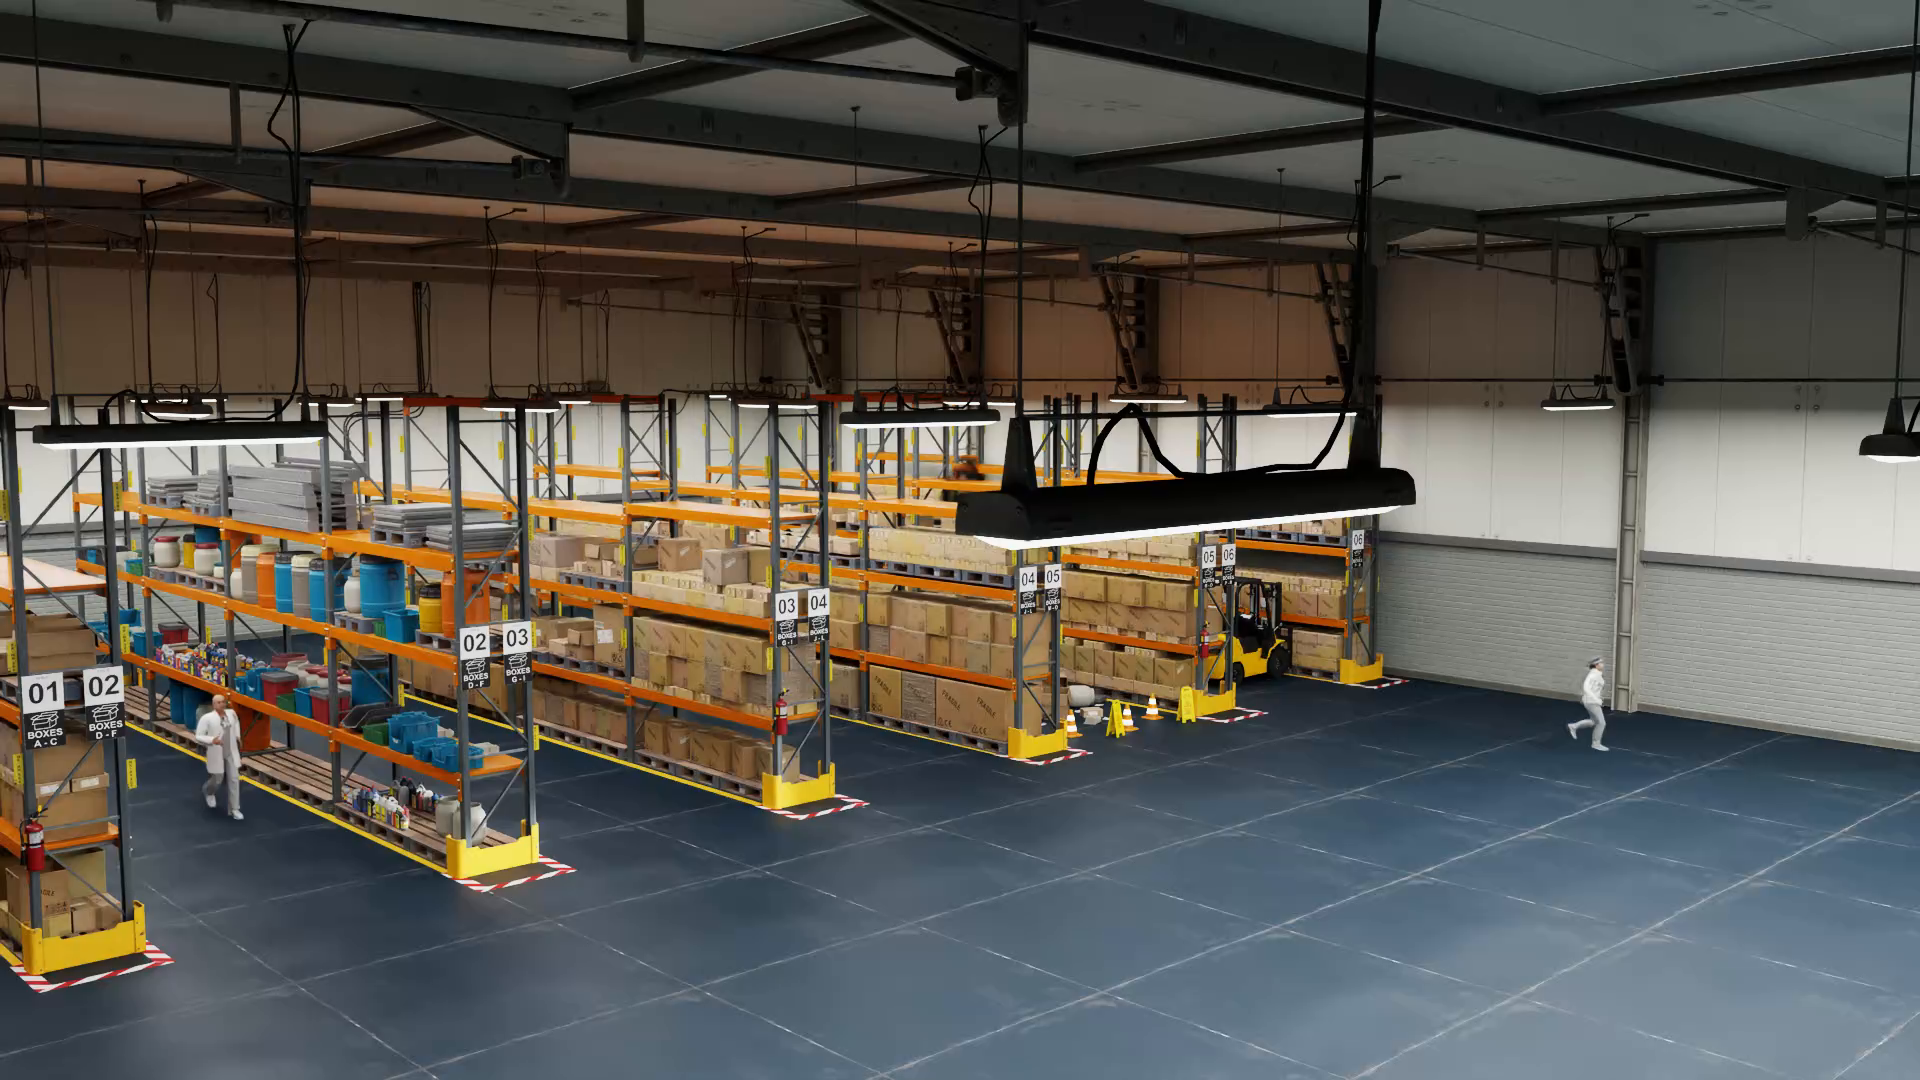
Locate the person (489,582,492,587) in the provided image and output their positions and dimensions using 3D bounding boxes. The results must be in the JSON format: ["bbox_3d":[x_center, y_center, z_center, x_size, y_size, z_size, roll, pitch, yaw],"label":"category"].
[{"bbox_3d":[-11.086,1.792,38.863,0.944,1.671,0.511,0,6,-2],"label":"person"}]

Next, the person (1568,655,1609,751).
[{"bbox_3d":[10.770,2.771,28.436,0.650,1.668,0.639,3,6,26],"label":"person"}]

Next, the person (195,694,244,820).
[{"bbox_3d":[-10.685,3.111,24.064,1.037,1.776,0.712,5,8,43],"label":"person"}]
